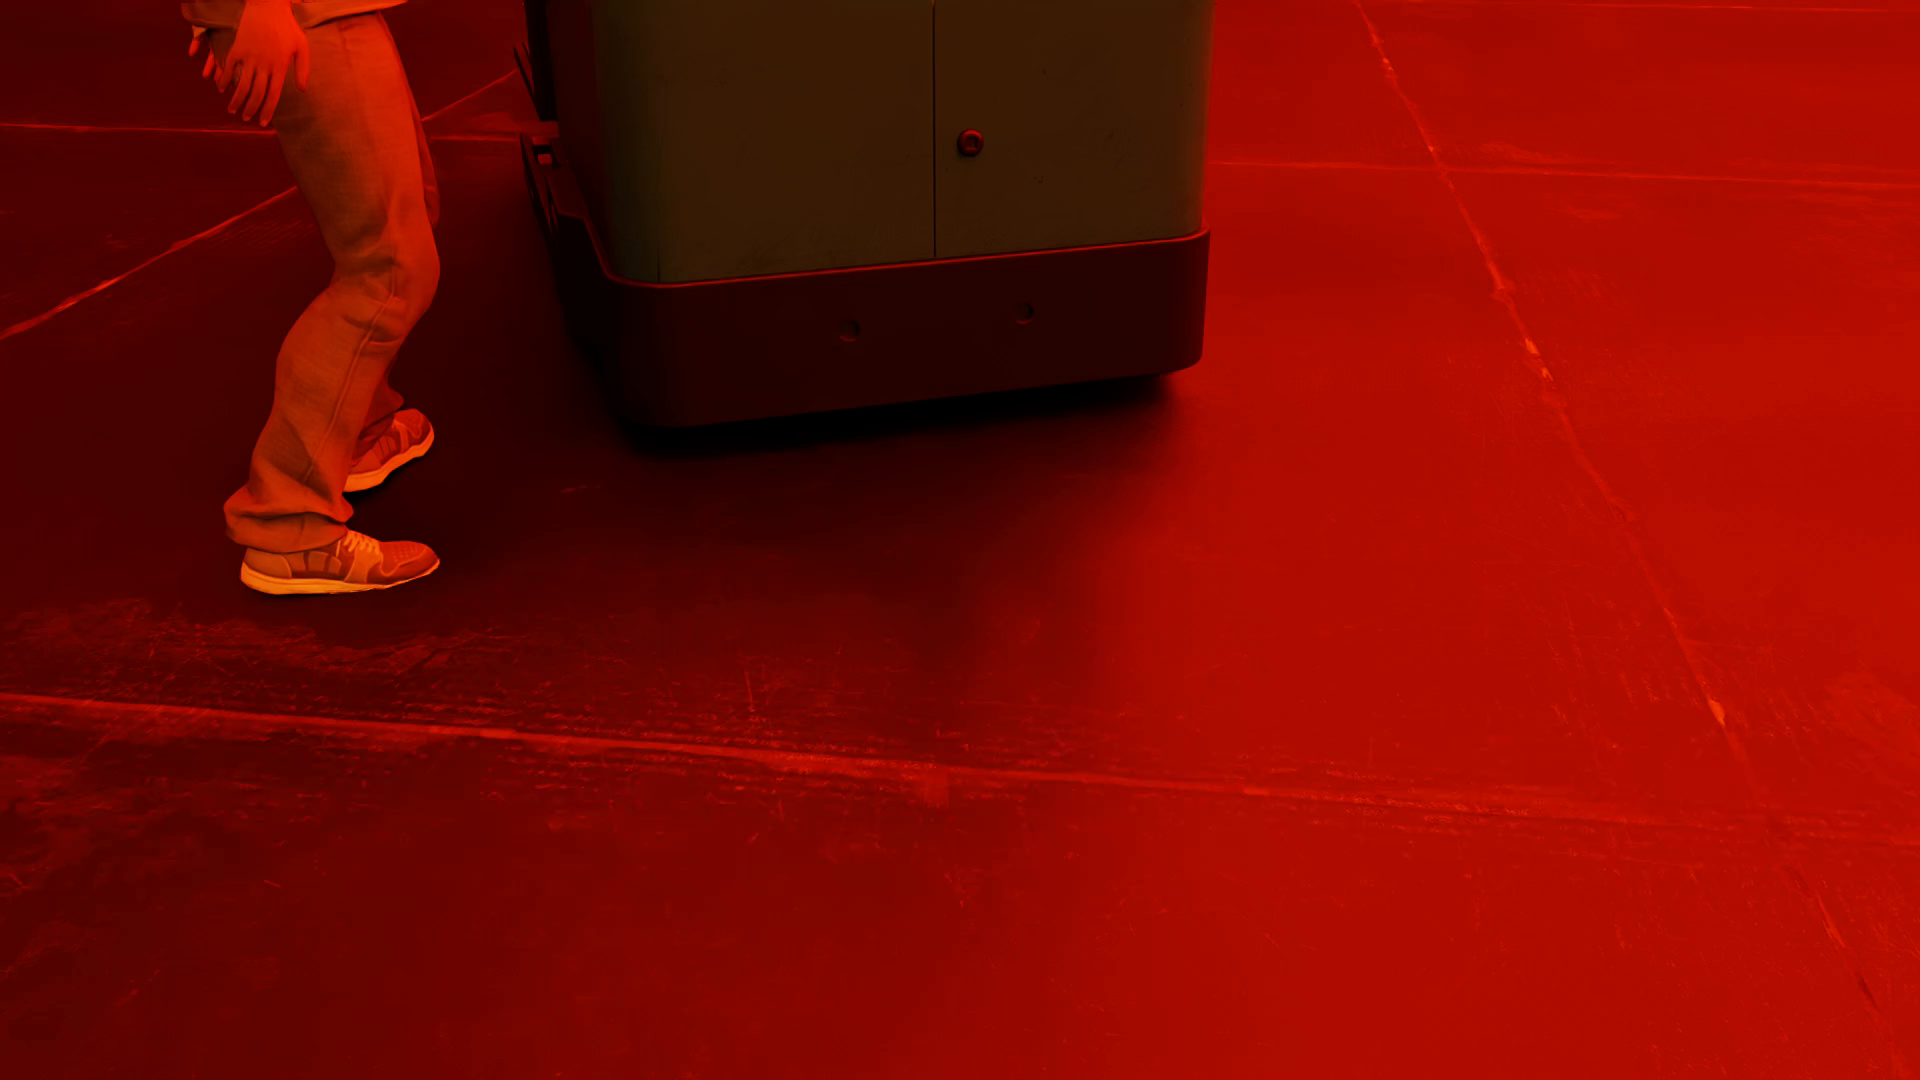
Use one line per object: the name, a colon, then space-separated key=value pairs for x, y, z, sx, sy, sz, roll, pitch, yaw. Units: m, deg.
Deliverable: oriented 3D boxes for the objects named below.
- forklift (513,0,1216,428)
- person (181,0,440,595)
forklift: x=-0.483 y=-2.132 z=3.490 sx=1.130 sy=2.935 sz=3.031 roll=-8 pitch=28 yaw=-15
person: x=-0.876 y=-0.687 z=2.175 sx=0.405 sy=1.564 sz=0.742 roll=-10 pitch=28 yaw=-19
